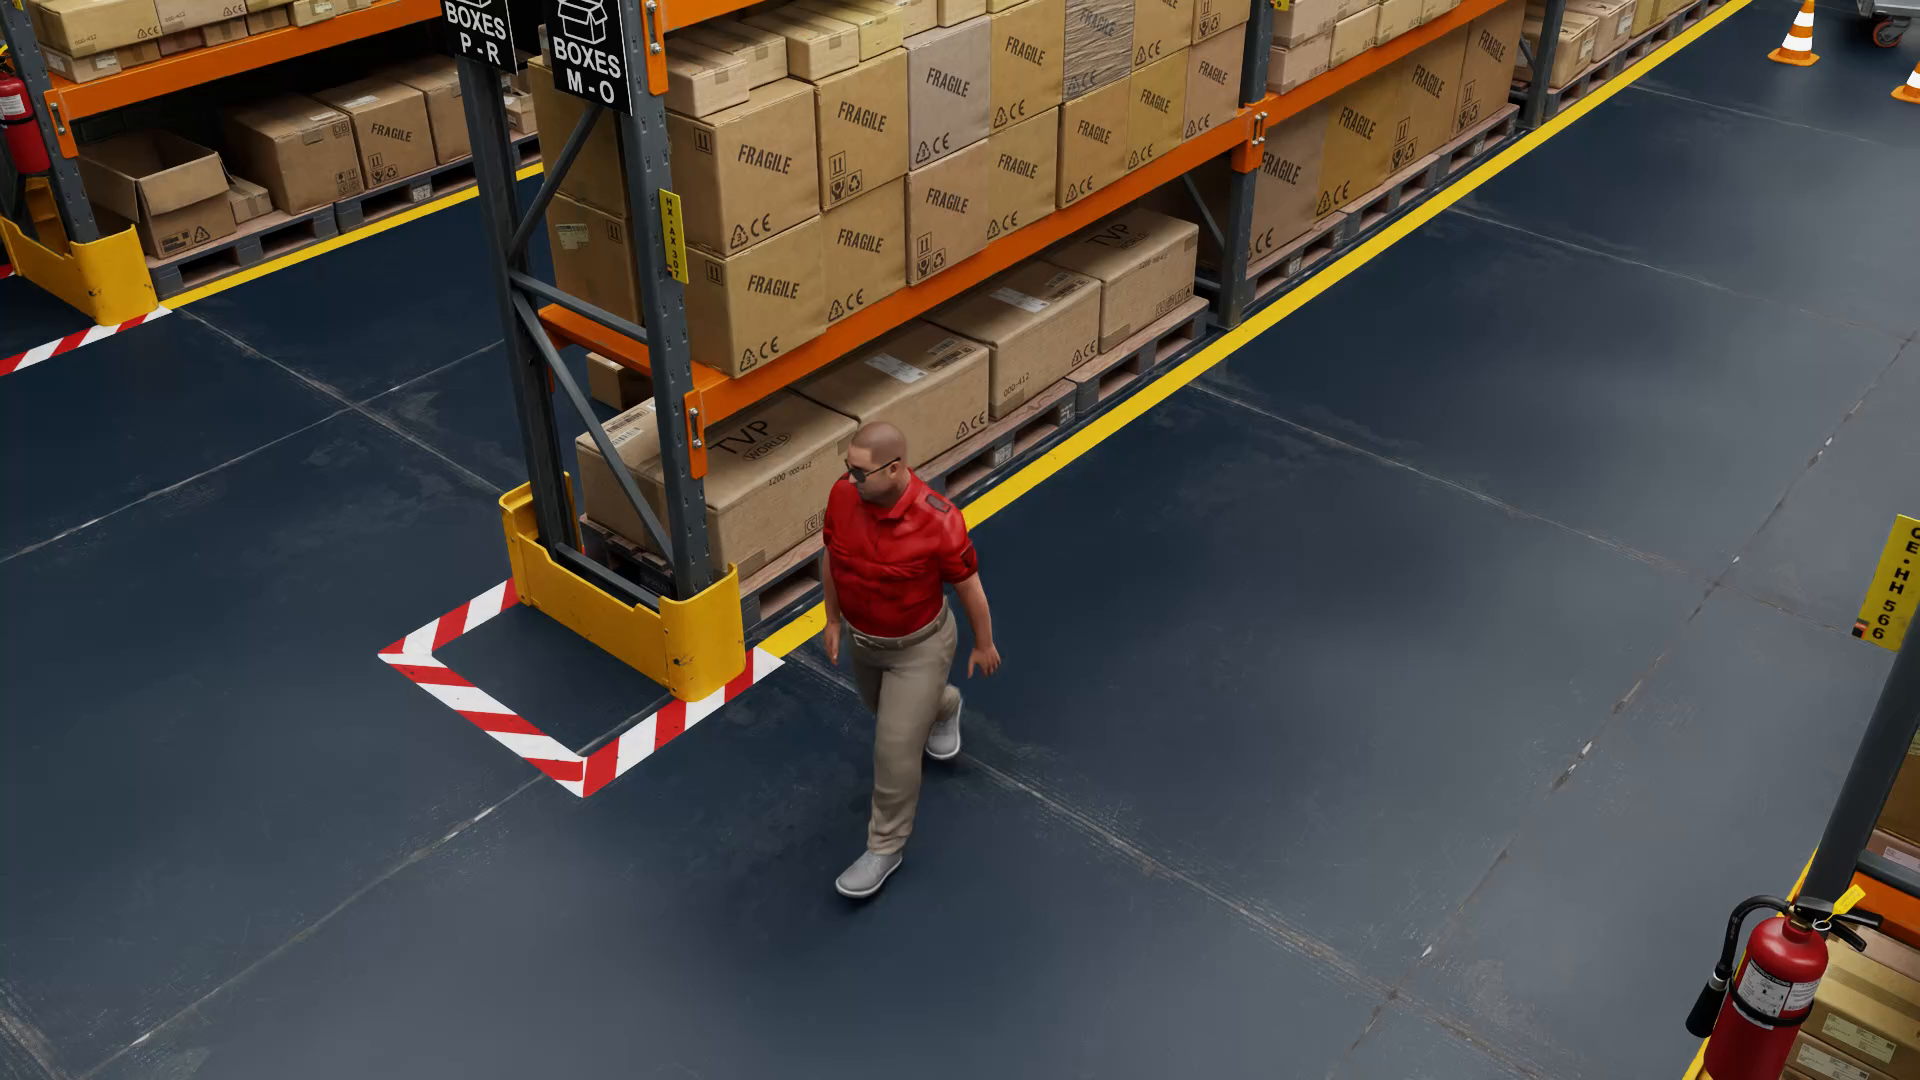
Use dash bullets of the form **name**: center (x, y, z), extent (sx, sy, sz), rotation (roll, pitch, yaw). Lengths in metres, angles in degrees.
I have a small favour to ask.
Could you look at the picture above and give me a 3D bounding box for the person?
- **person**: center (-0.204, 0.325, 5.707), extent (0.599, 1.683, 1.012), rotation (22, 41, 29)
